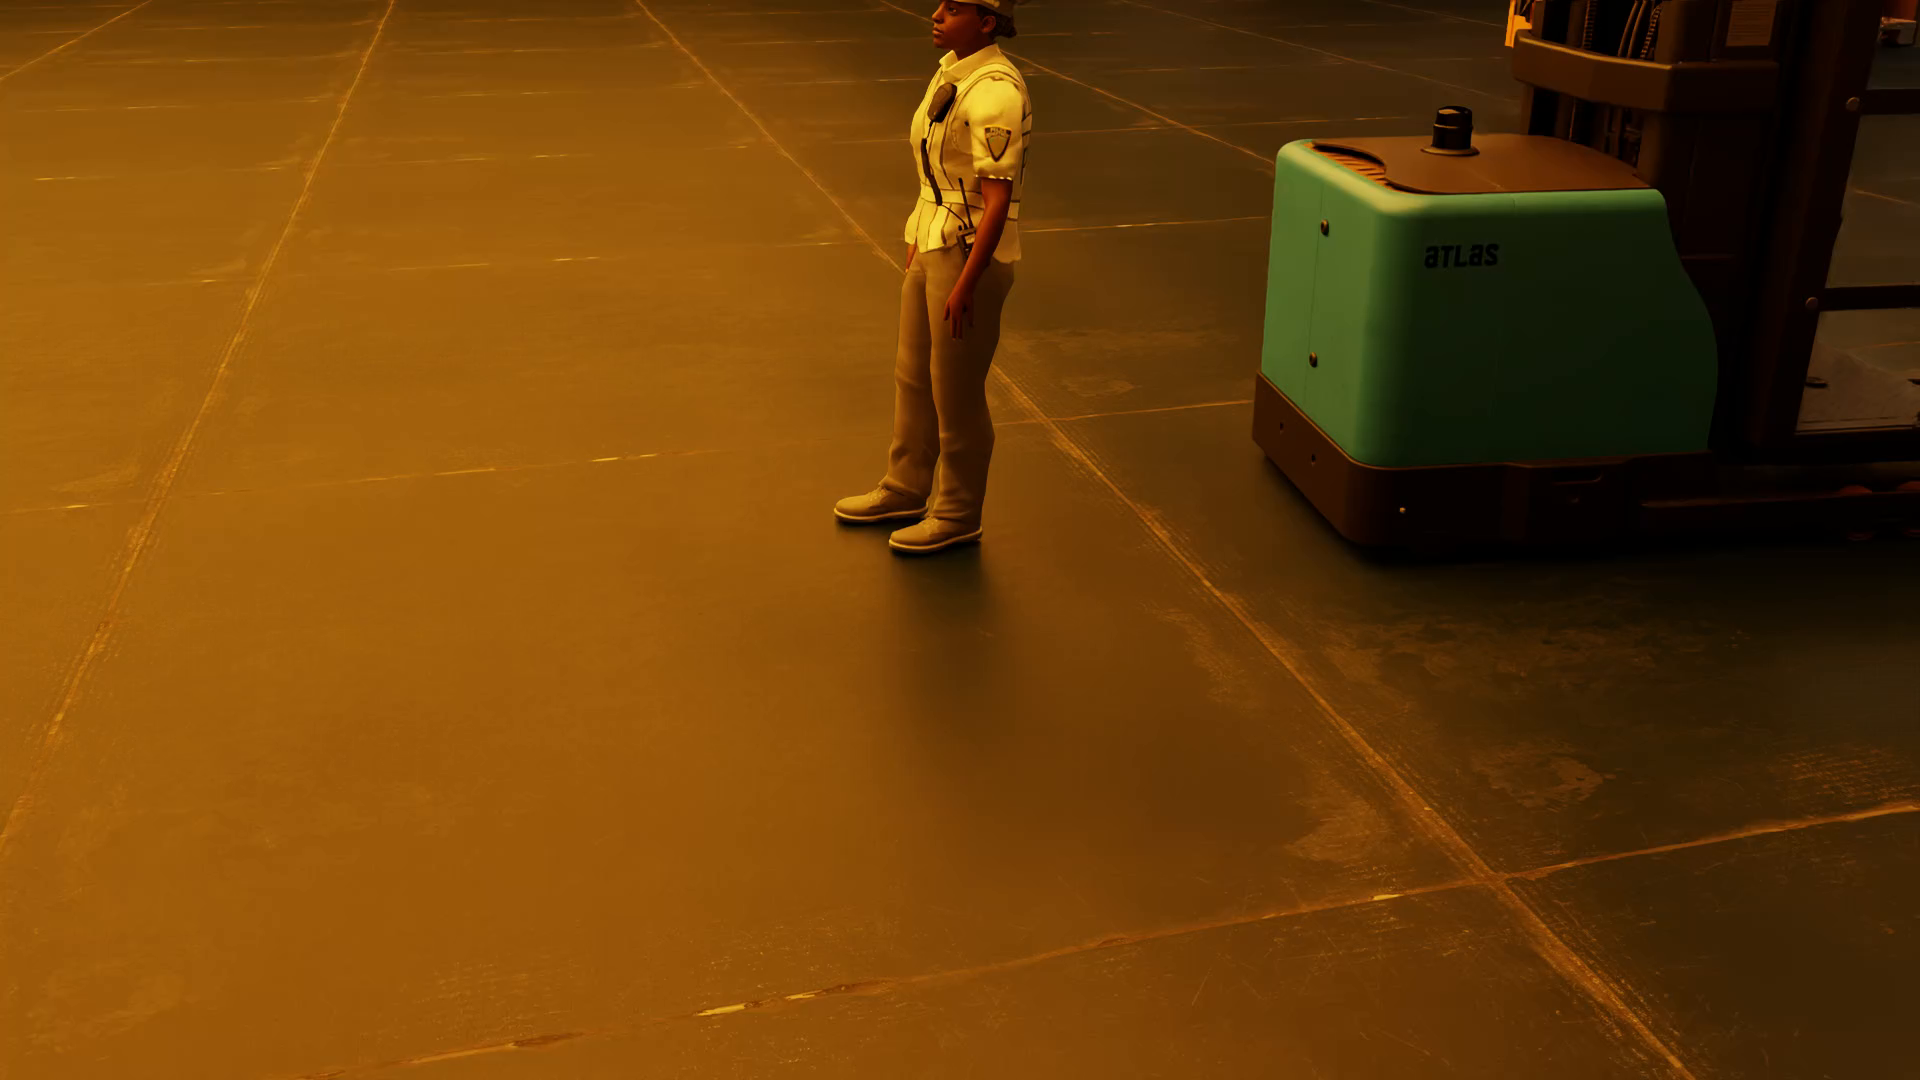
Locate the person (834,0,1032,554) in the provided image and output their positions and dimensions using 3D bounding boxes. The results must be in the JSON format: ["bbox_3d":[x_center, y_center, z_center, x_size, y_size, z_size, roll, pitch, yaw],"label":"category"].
[{"bbox_3d":[-0.078,-0.786,4.718,0.528,1.695,0.569,-6,24,-14],"label":"person"}]

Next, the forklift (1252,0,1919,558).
[{"bbox_3d":[2.559,-1.548,4.947,3.031,2.935,1.130,-3,23,-8],"label":"forklift"}]
